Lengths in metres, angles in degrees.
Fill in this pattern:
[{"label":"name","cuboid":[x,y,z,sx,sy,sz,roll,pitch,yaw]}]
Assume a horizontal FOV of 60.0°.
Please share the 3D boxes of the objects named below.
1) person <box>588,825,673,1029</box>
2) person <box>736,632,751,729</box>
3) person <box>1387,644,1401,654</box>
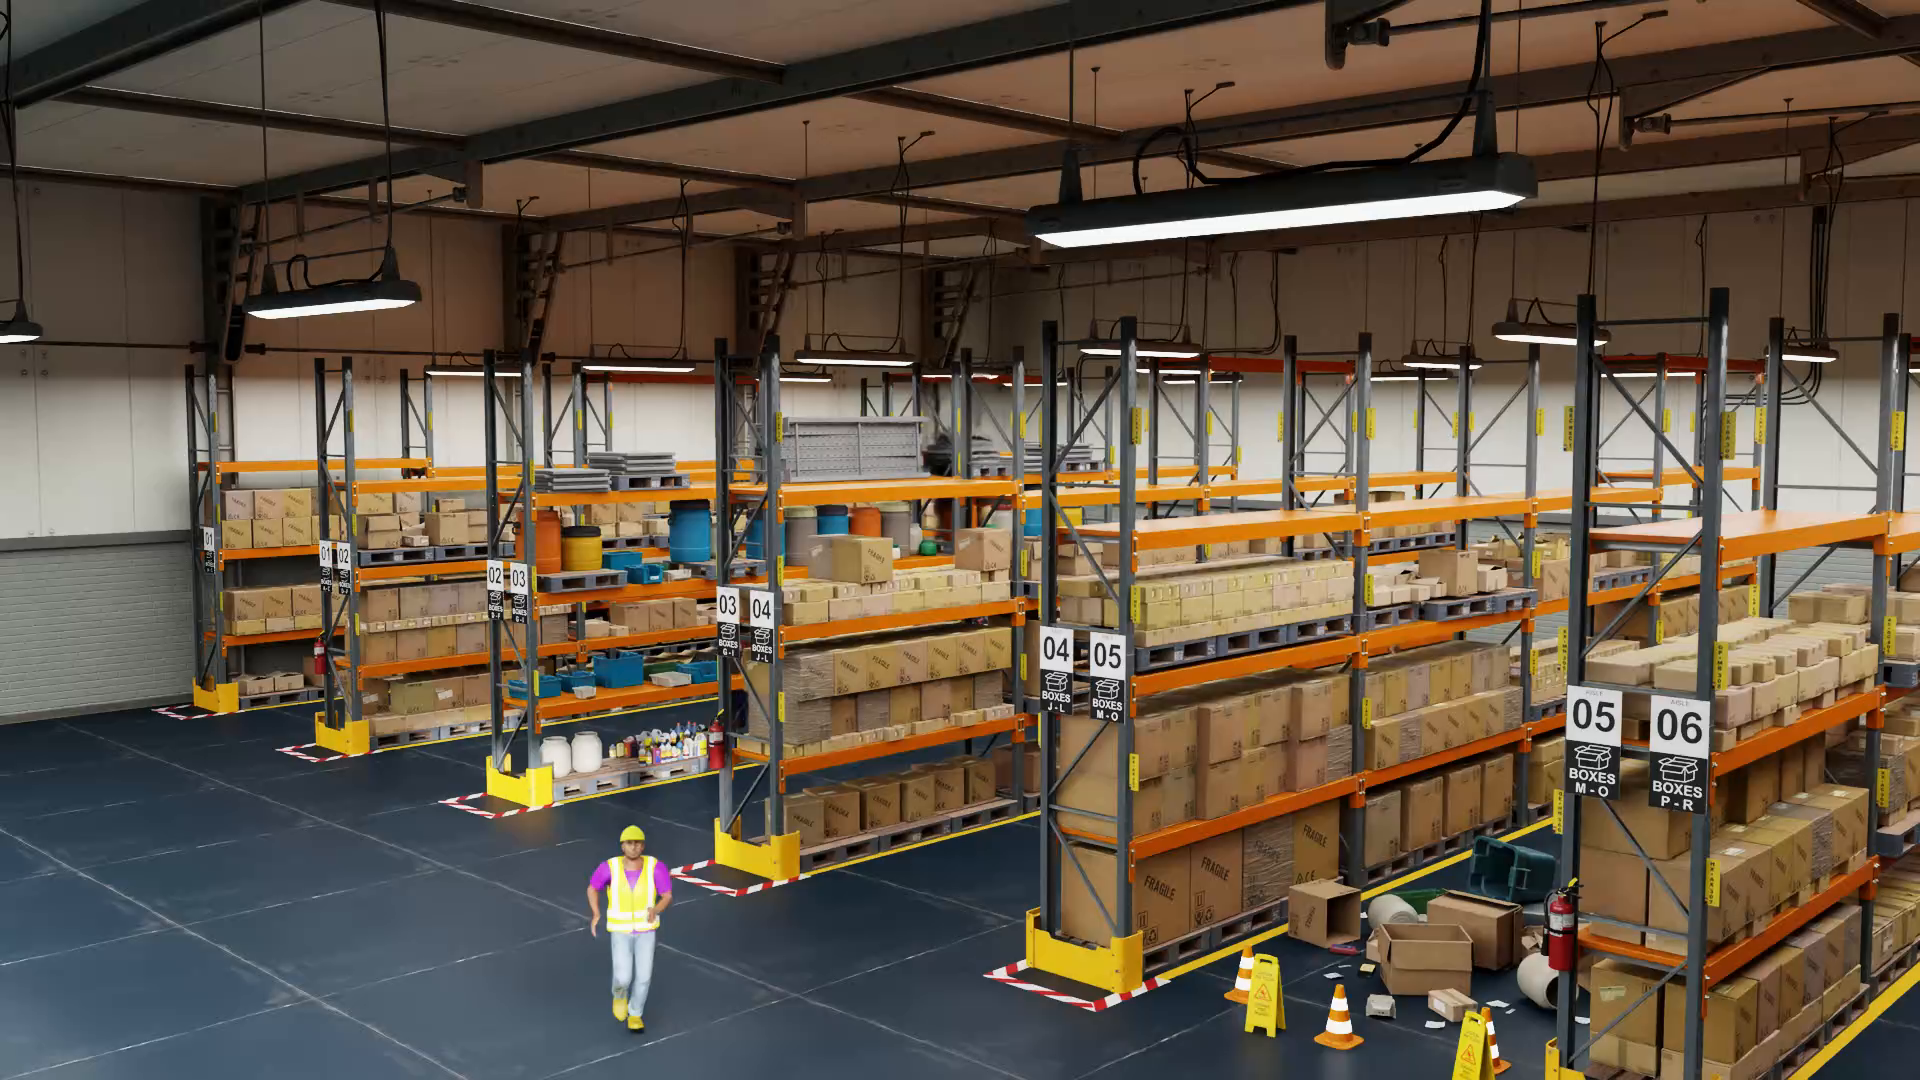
[{"label":"person","cuboid":[-2.725,3.238,13.823,0.689,1.718,0.596,-1,5,-16]},{"label":"person","cuboid":[-3.463,2.230,26.969,0.614,1.626,0.659,4,6,43]},{"label":"person","cuboid":[6.754,2.389,25.954,0.805,1.568,0.548,-4,6,-44]}]
